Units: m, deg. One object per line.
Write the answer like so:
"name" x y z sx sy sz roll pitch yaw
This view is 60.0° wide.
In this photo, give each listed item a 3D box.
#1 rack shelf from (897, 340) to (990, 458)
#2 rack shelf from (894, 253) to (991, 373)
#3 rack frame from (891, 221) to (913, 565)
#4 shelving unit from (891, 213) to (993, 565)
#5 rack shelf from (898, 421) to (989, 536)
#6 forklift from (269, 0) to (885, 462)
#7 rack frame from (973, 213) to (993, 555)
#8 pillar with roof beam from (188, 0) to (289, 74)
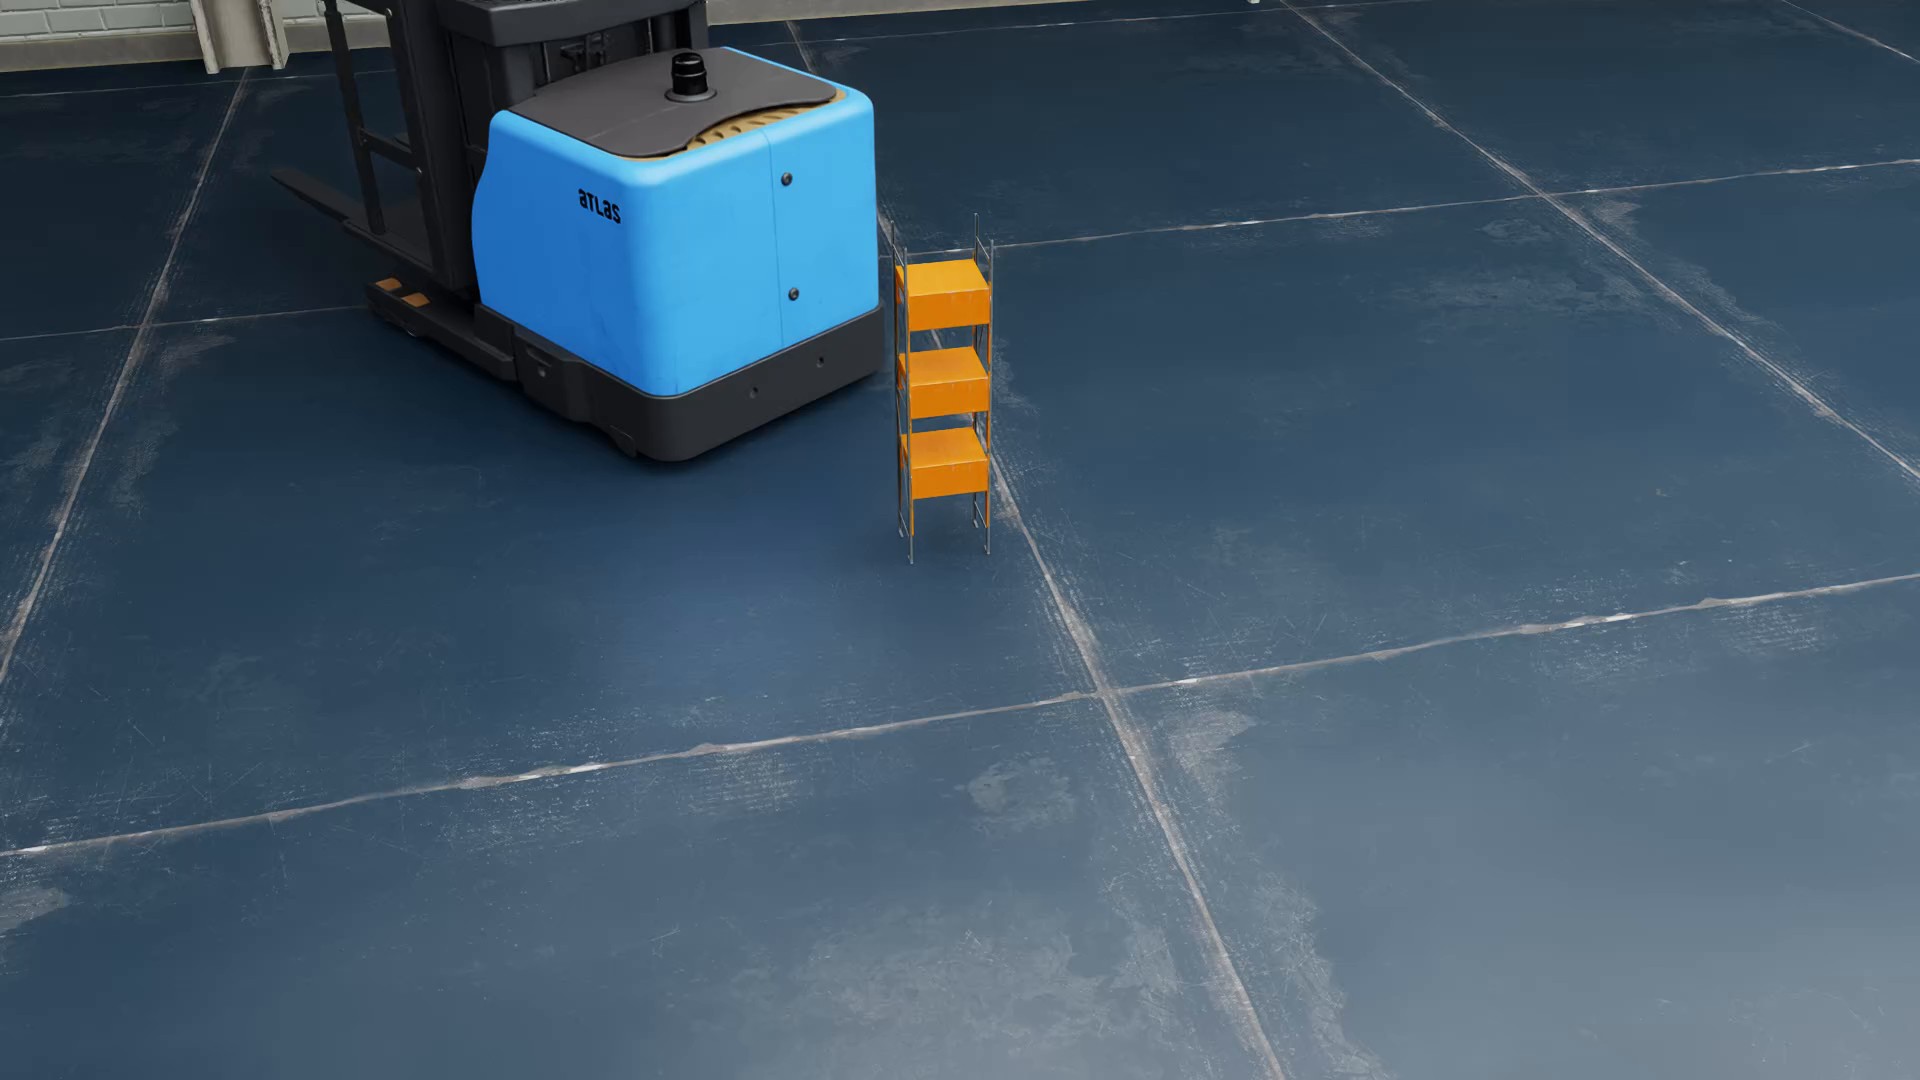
"rack shelf" -0.052 -0.421 4.954 0.240 0.259 0.215 -7 35 -11
"rack shelf" -0.052 -0.656 4.795 0.240 0.259 0.215 -7 35 -11
"rack frame" -0.171 -0.414 4.925 0.008 1.050 0.200 -7 35 -11
"shelving unit" -0.052 -0.429 4.948 0.252 1.050 0.215 -7 35 -11
"rack shelf" -0.052 -0.190 5.108 0.240 0.259 0.215 -7 35 -11
"forklift" -1.686 -2.186 5.878 3.031 2.935 1.130 28 43 35
"rack frame" 0.067 -0.444 4.970 0.008 1.050 0.200 -7 35 -11
"pillar with roof beam" -2.975 -4.034 3.185 0.400 9.000 9.100 -7 35 -11
